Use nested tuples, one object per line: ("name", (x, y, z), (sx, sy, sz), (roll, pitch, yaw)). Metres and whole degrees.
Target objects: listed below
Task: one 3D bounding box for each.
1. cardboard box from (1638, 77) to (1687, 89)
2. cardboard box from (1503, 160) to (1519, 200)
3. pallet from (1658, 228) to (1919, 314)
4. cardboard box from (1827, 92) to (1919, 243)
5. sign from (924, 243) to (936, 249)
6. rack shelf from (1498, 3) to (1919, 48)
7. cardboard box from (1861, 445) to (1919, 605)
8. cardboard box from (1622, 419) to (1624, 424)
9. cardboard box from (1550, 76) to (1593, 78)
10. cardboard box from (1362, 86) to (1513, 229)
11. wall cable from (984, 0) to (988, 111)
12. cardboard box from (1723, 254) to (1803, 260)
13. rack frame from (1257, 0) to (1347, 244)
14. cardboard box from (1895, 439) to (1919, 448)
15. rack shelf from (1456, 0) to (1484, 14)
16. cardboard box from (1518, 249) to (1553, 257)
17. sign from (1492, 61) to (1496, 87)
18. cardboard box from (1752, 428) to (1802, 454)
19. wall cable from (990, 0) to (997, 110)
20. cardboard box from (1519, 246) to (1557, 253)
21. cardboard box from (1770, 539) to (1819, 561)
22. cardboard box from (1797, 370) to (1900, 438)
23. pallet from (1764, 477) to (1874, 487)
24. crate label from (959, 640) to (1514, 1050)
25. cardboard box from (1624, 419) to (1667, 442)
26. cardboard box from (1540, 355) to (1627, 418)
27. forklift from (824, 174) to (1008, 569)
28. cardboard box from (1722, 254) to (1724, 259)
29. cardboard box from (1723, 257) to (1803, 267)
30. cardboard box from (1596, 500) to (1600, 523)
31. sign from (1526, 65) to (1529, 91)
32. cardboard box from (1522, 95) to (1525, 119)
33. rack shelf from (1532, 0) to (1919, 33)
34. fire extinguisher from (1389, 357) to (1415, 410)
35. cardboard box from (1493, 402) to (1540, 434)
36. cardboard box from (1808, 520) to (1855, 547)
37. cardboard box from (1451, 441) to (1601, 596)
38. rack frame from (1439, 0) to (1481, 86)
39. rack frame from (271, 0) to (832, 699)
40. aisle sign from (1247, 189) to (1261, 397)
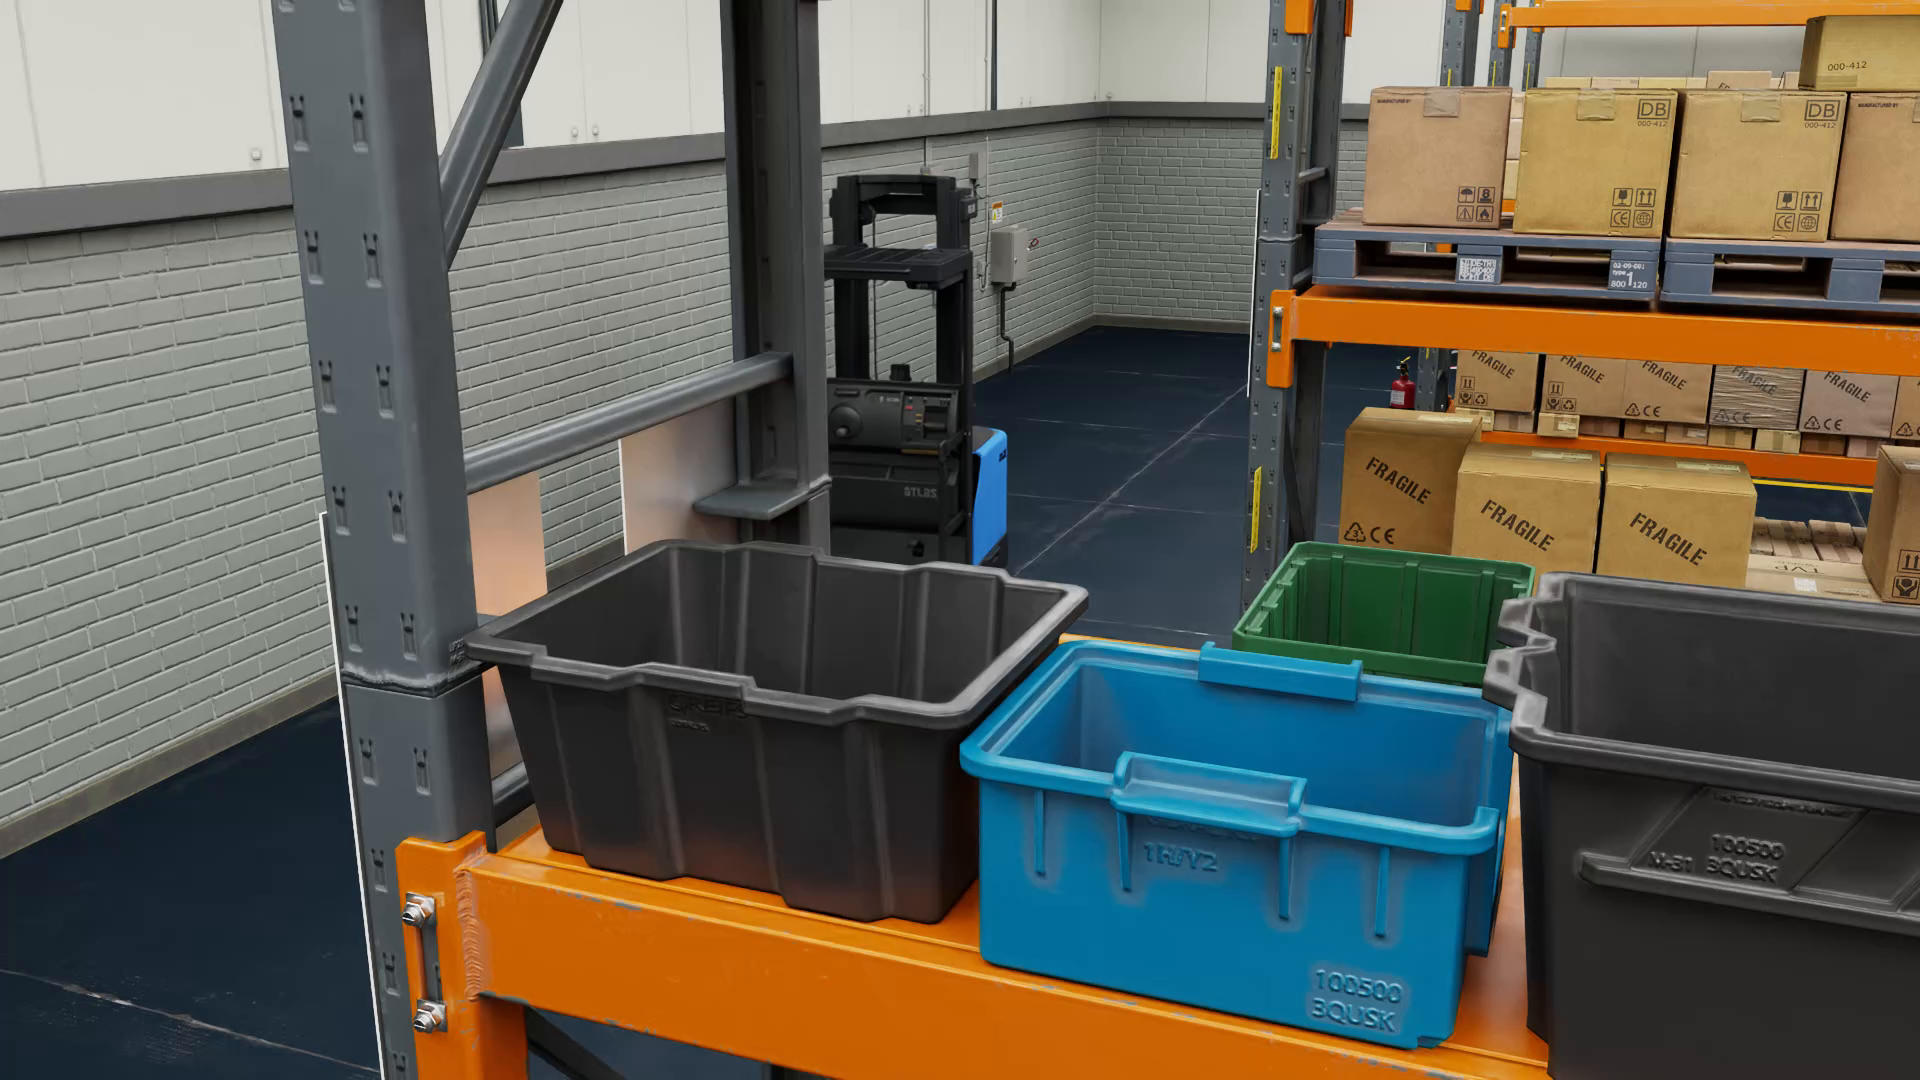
("cardboard box", (8.080, -5.201, 19.167), (0.500, 0.250, 0.500), (6, 17, 20))
("cardboard box", (3.605, -2.339, 10.740), (0.500, 0.250, 0.500), (7, 18, 23))
("pallet", (3.200, -1.007, 6.042), (1.213, 0.211, 1.003), (6, 17, 21))
("cardboard box", (3.405, -1.347, 5.941), (0.500, 0.500, 0.700), (7, 18, 23))
("sign", (-0.325, -3.071, 17.888), (0.001, 0.218, 0.327), (6, 17, 21))
("rack shelf", (6.864, -4.516, 14.596), (4.000, 0.370, 1.077), (6, 17, 21))
("cardboard box", (3.795, -0.048, 6.350), (0.500, 0.500, 0.500), (6, 17, 19))
("cardboard box", (4.625, -0.891, 11.312), (0.250, 0.149, 0.380), (5, 17, 18))
("cardboard box", (7.337, -5.443, 20.002), (0.500, 0.250, 0.500), (6, 17, 19))
("cardboard box", (1.870, -1.506, 6.488), (0.500, 0.500, 0.700), (5, 17, 17))
("wall cable", (-0.113, -5.962, 17.569), (0.029, 3.000, 2.355), (6, 17, 21))
("cardboard box", (5.249, -1.616, 10.853), (0.500, 0.500, 0.500), (6, 17, 19))
("rack frame", (1.367, -2.688, 6.292), (0.127, 3.000, 1.000), (6, 17, 21))
("cardboard box", (5.929, -0.607, 10.334), (0.250, 0.149, 0.380), (6, 17, 19))
("rack shelf", (5.141, -3.412, 10.083), (4.000, 0.370, 1.077), (6, 17, 21))
("cardboard box", (3.601, -1.639, 10.934), (0.500, 0.500, 0.500), (6, 17, 20))
("sign", (4.794, -4.132, 14.937), (0.005, 0.325, 0.100), (6, 17, 21))
("cardboard box", (5.170, -0.663, 10.527), (0.250, 0.149, 0.380), (7, 17, 22))
("wall cable", (0.944, -6.698, 20.039), (0.133, 3.039, 2.988), (6, 17, 21))
("cardboard box", (3.798, -1.772, 11.390), (0.500, 0.500, 0.500), (6, 17, 19))
("cardboard box", (5.335, 0.125, 10.657), (0.250, 0.149, 0.380), (6, 17, 19))
("cardboard box", (5.503, -0.945, 10.337), (0.500, 0.500, 0.500), (6, 17, 20))
("pallet", (8.046, -0.727, 15.299), (1.213, 0.211, 1.003), (6, 17, 21))
("crate label", (0.289, 0.287, 1.692), (0.502, 0.251, 0.408), (6, 17, 21))
("cardboard box", (4.479, -0.762, 10.870), (0.250, 0.149, 0.380), (6, 17, 20))
("cardboard box", (4.104, -1.108, 10.897), (0.500, 0.500, 0.500), (6, 17, 21))
("forklift", (-0.518, -0.824, 10.756), (1.130, 2.935, 3.031), (4, 17, 14))
("cardboard box", (6.774, -2.630, 14.879), (0.500, 0.500, 0.500), (6, 17, 21))
("cardboard box", (5.024, -1.479, 10.382), (0.500, 0.500, 0.500), (6, 17, 19))
("cardboard box", (4.367, -0.179, 11.702), (0.250, 0.149, 0.380), (6, 17, 19))
("sign", (6.622, -5.384, 19.392), (0.005, 0.325, 0.100), (6, 17, 21))
("cardboard box", (3.729, -2.760, 10.578), (0.250, 0.149, 0.380), (7, 18, 23))
("rack shelf", (8.681, -5.994, 18.977), (4.000, 0.370, 1.077), (6, 17, 21))
("fire extinguisher", (3.216, -1.012, 12.088), (0.183, 0.674, 0.296), (6, 17, 21))
("cardboard box", (3.714, -0.829, 11.099), (0.250, 0.149, 0.380), (7, 18, 23))
("cardboard box", (5.812, -0.006, 11.106), (0.250, 0.149, 0.380), (7, 17, 22))
("cardboard box", (2.180, -0.068, 6.417), (0.500, 0.500, 0.500), (6, 17, 19))
("rack frame", (3.281, -3.964, 10.687), (0.127, 3.000, 1.000), (6, 17, 21))
("rack frame", (-0.450, -1.403, 1.867), (0.127, 3.000, 1.000), (6, 17, 21))
("aisle sign", (1.190, -0.985, 6.523), (0.004, 0.787, 0.394), (6, 17, 21))
